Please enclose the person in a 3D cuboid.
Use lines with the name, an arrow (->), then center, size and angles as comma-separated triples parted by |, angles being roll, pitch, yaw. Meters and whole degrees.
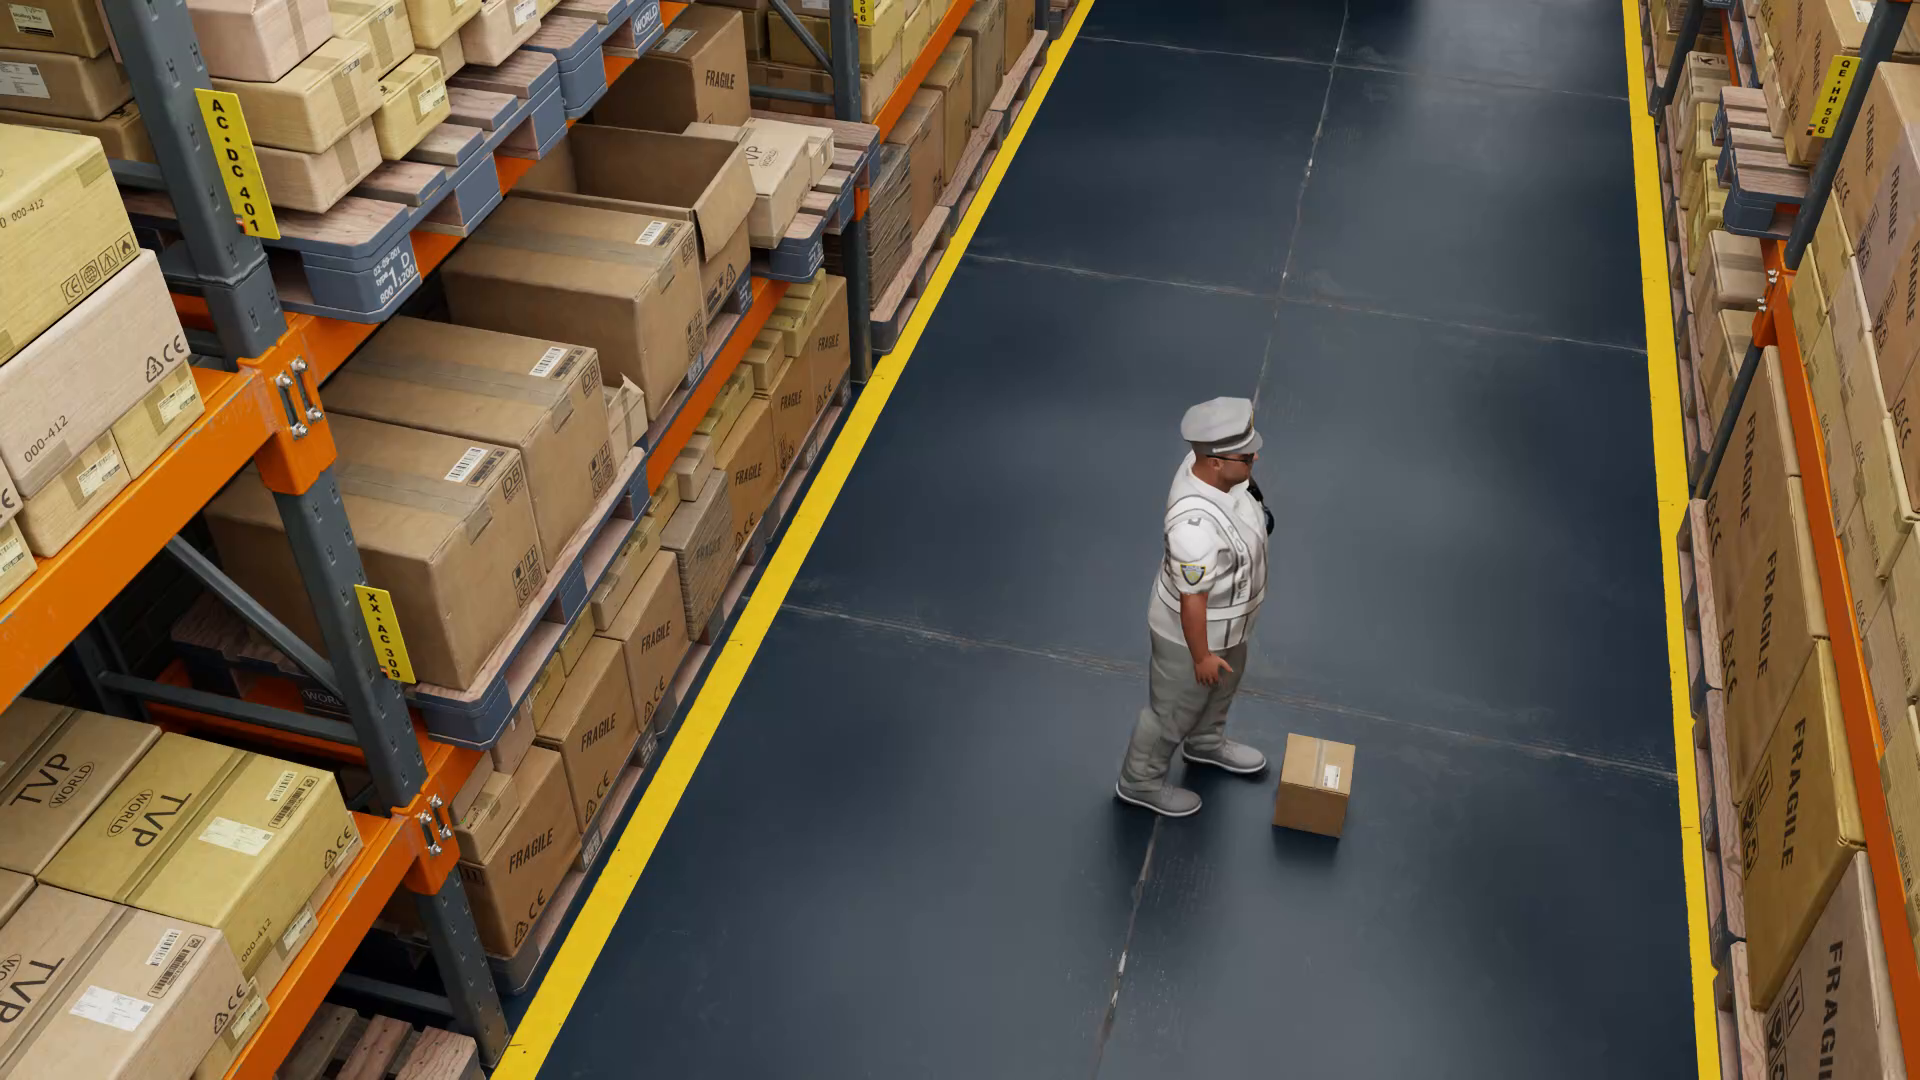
person -> 0.892, 0.258, 5.844 | 0.534, 1.775, 0.530 | 10, 42, 12
